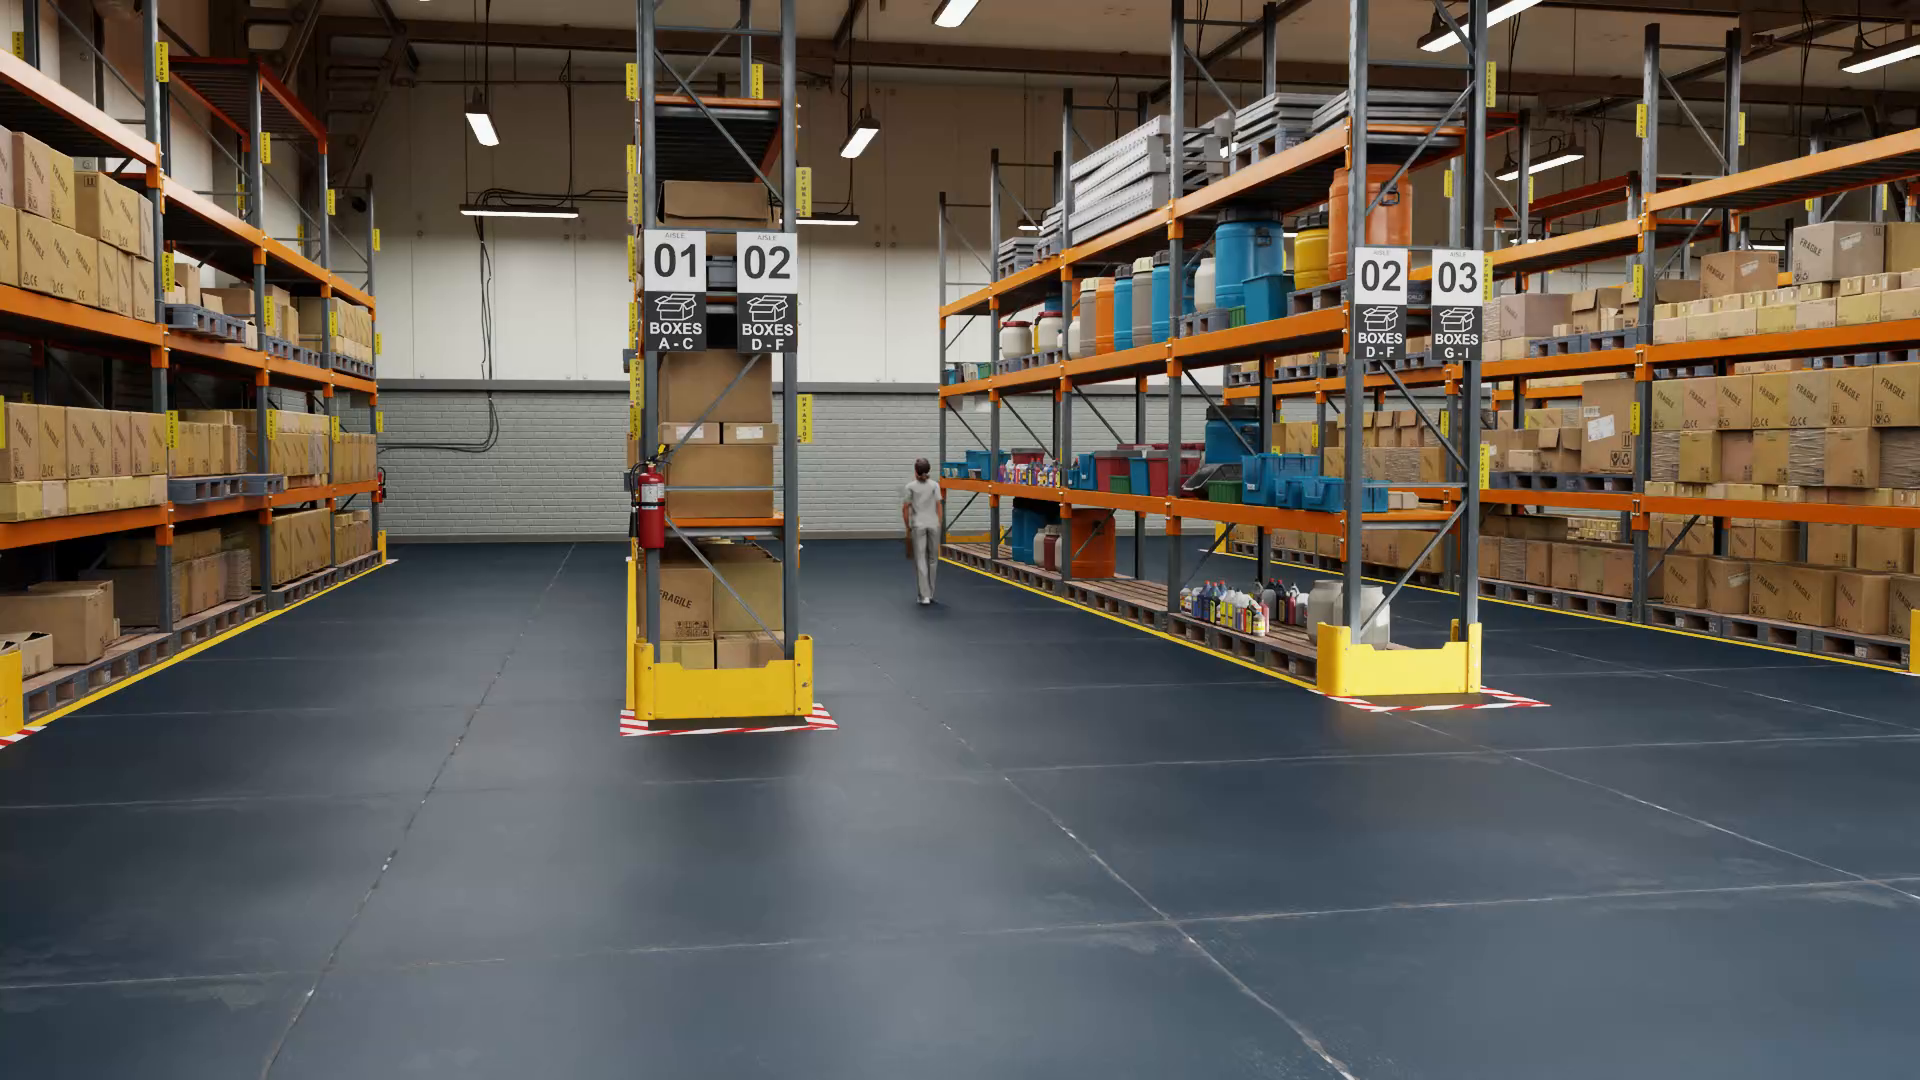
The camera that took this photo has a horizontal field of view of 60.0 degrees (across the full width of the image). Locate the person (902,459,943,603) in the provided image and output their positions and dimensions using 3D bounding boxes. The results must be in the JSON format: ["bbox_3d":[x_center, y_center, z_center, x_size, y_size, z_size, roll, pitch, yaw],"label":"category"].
[{"bbox_3d":[-0.447,-0.115,19.207,0.464,1.644,0.809,-1,3,-12],"label":"person"}]
